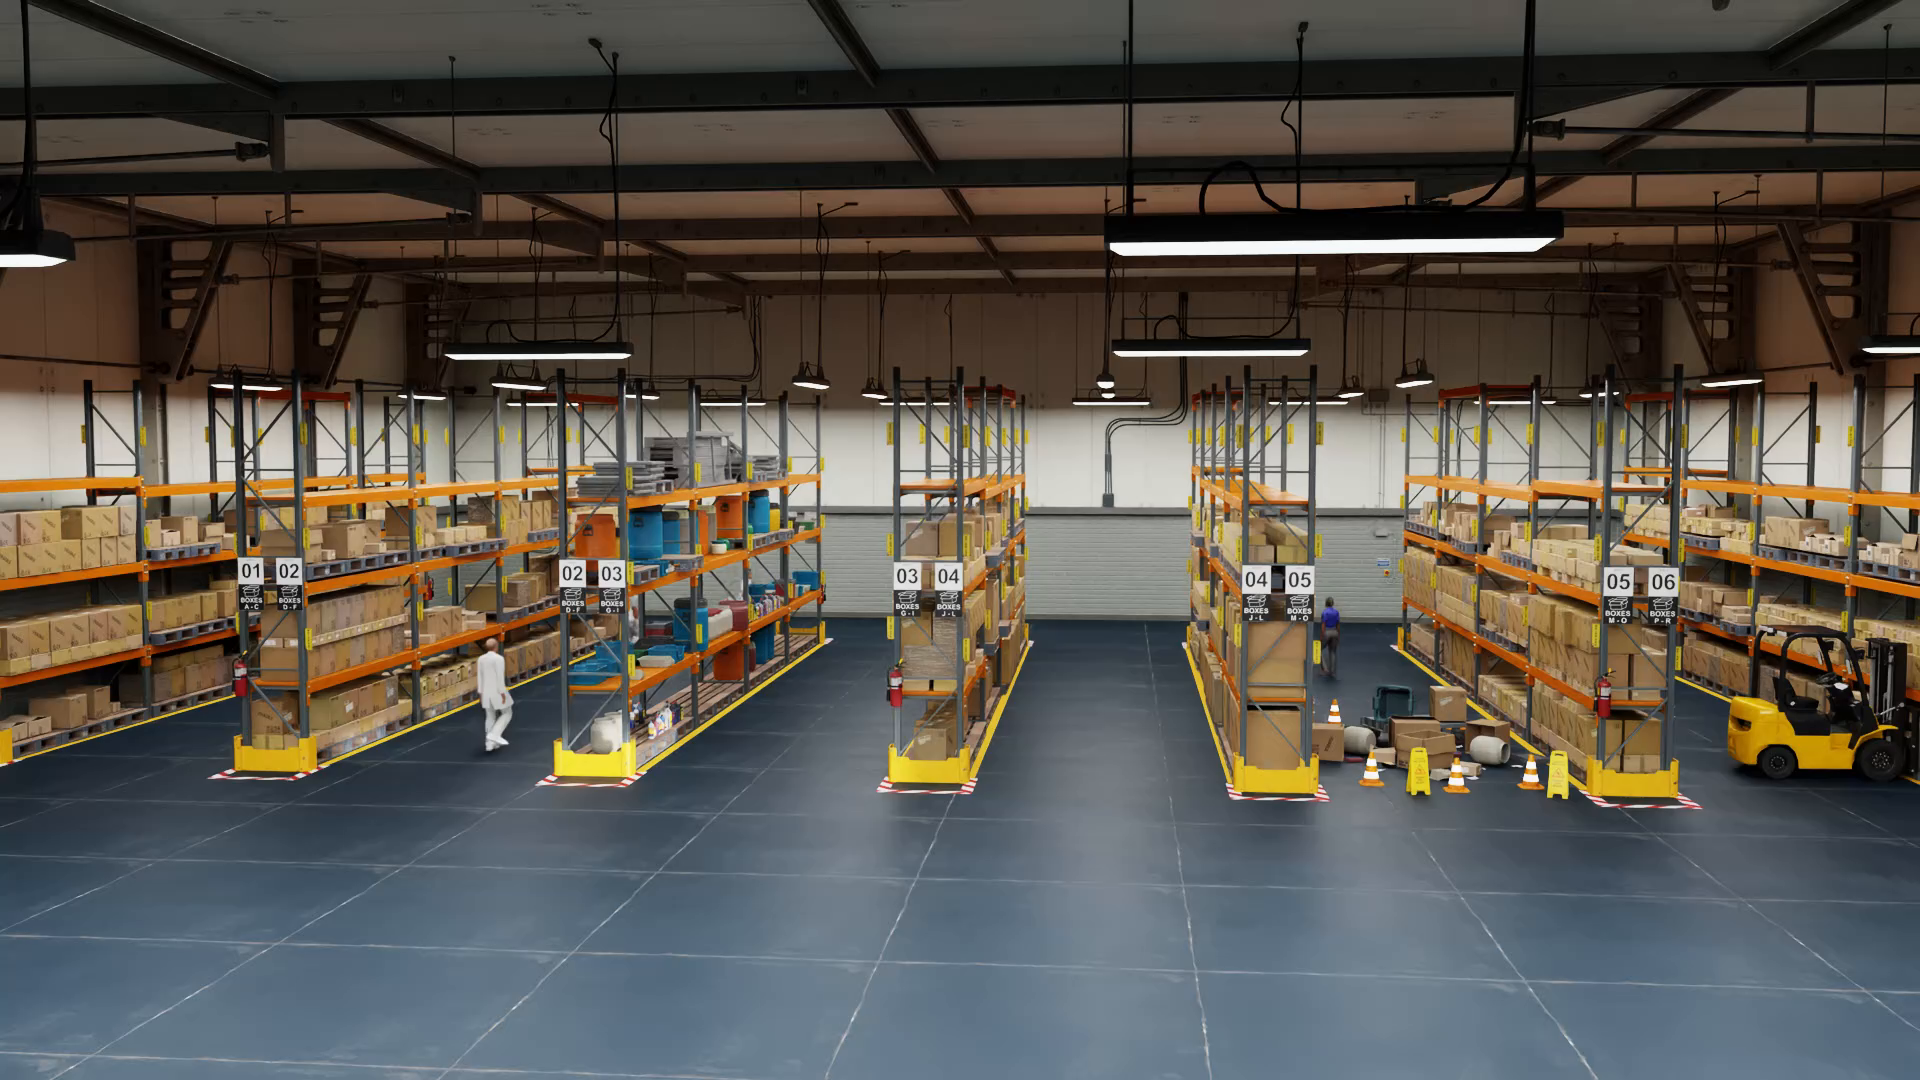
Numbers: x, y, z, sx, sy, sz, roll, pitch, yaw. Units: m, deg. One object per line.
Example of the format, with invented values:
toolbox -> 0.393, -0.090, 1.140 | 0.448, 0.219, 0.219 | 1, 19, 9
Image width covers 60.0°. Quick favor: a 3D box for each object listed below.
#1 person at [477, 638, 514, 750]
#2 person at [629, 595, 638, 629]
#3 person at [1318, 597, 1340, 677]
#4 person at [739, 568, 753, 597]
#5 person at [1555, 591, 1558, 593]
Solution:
person -> -7.472, 2.461, 26.565 | 0.627, 1.770, 0.571 | 1, 4, 17
person -> -7.373, 1.805, 37.126 | 0.478, 1.787, 0.597 | -3, 5, -41
person -> 7.709, 2.031, 34.732 | 0.505, 1.673, 0.351 | -2, 4, -23
person -> -5.284, 1.564, 41.285 | 0.707, 1.759, 0.528 | -1, 4, -17
person -> 12.443, 1.947, 34.773 | 0.602, 1.791, 0.454 | -1, 4, -22
